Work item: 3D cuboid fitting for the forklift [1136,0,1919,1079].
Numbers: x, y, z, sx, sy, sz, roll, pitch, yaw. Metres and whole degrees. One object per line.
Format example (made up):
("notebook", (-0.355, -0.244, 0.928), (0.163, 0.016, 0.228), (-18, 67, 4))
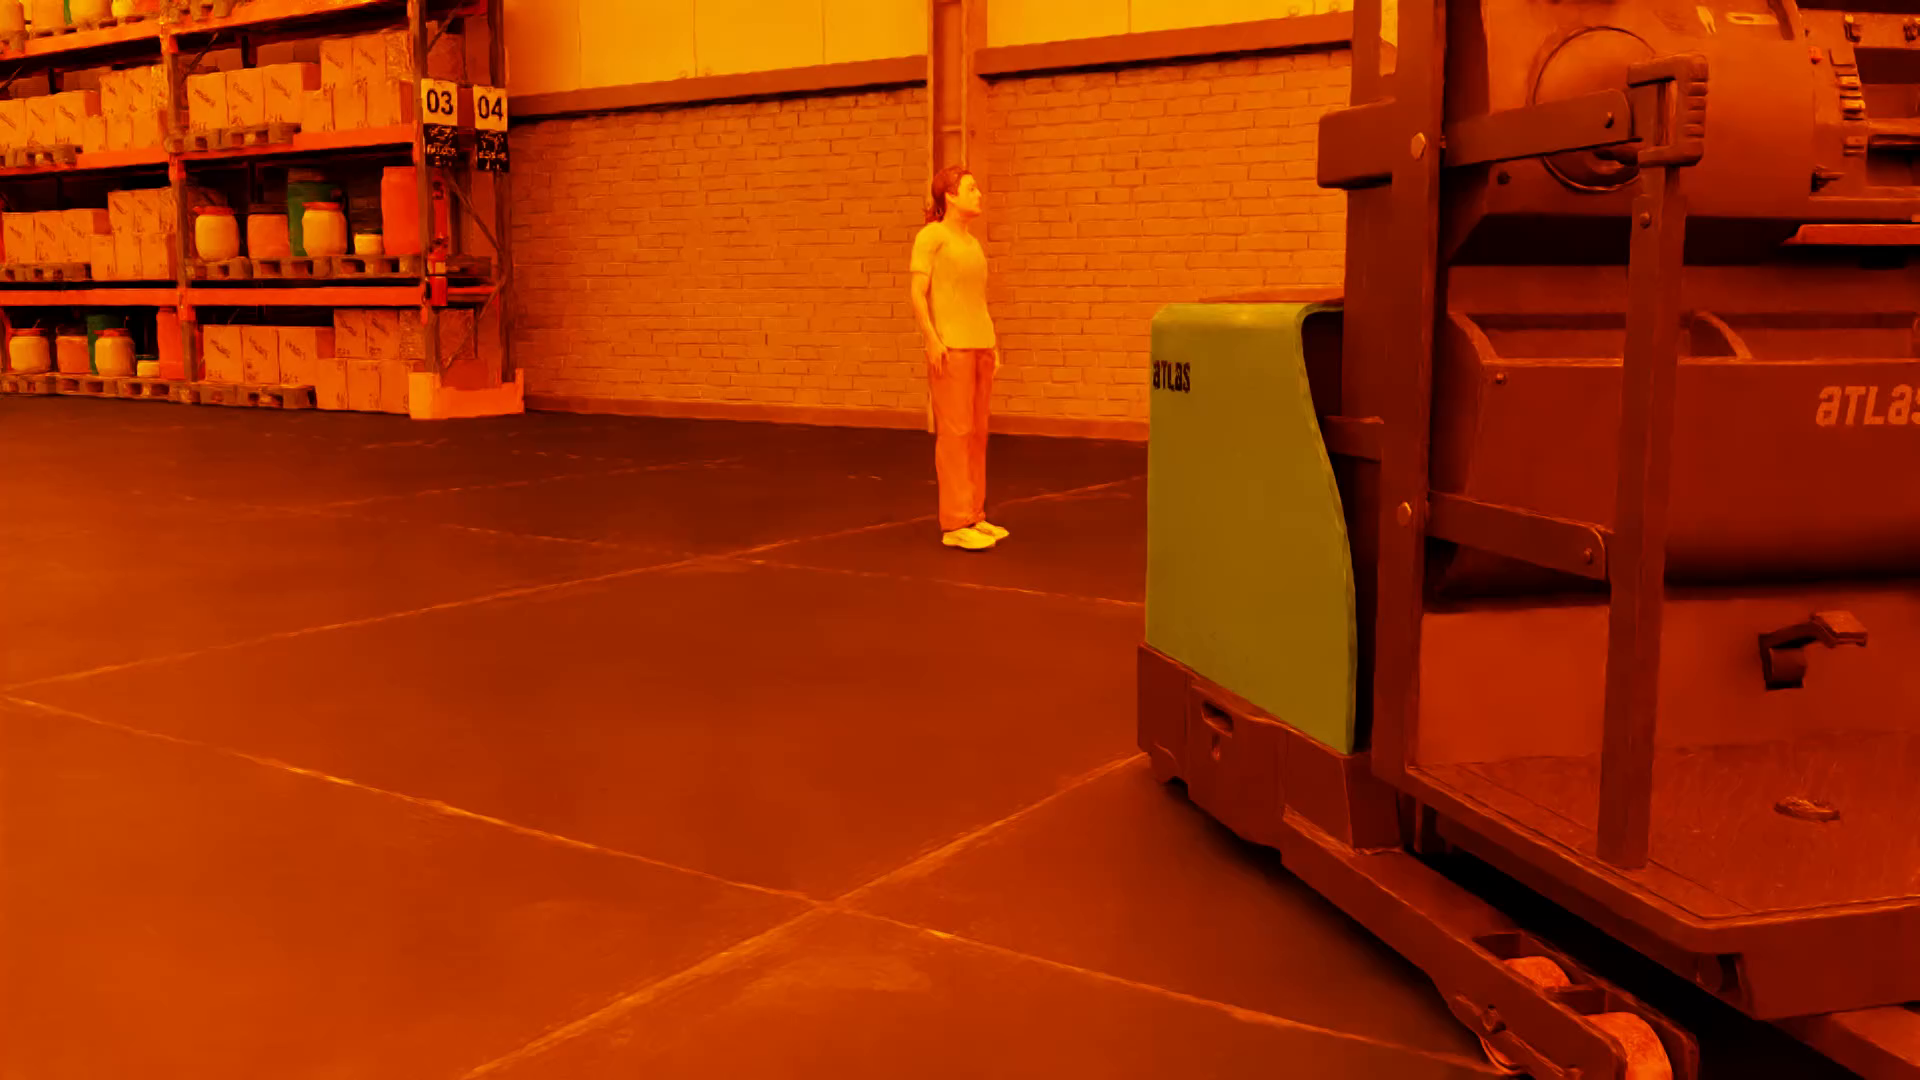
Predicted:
("forklift", (1.261, -0.734, 2.351), (1.130, 2.935, 3.031), (-2, 8, -14))

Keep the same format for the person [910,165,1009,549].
("person", (0.055, -0.829, 7.435), (0.548, 1.674, 0.554), (5, 10, 34))
